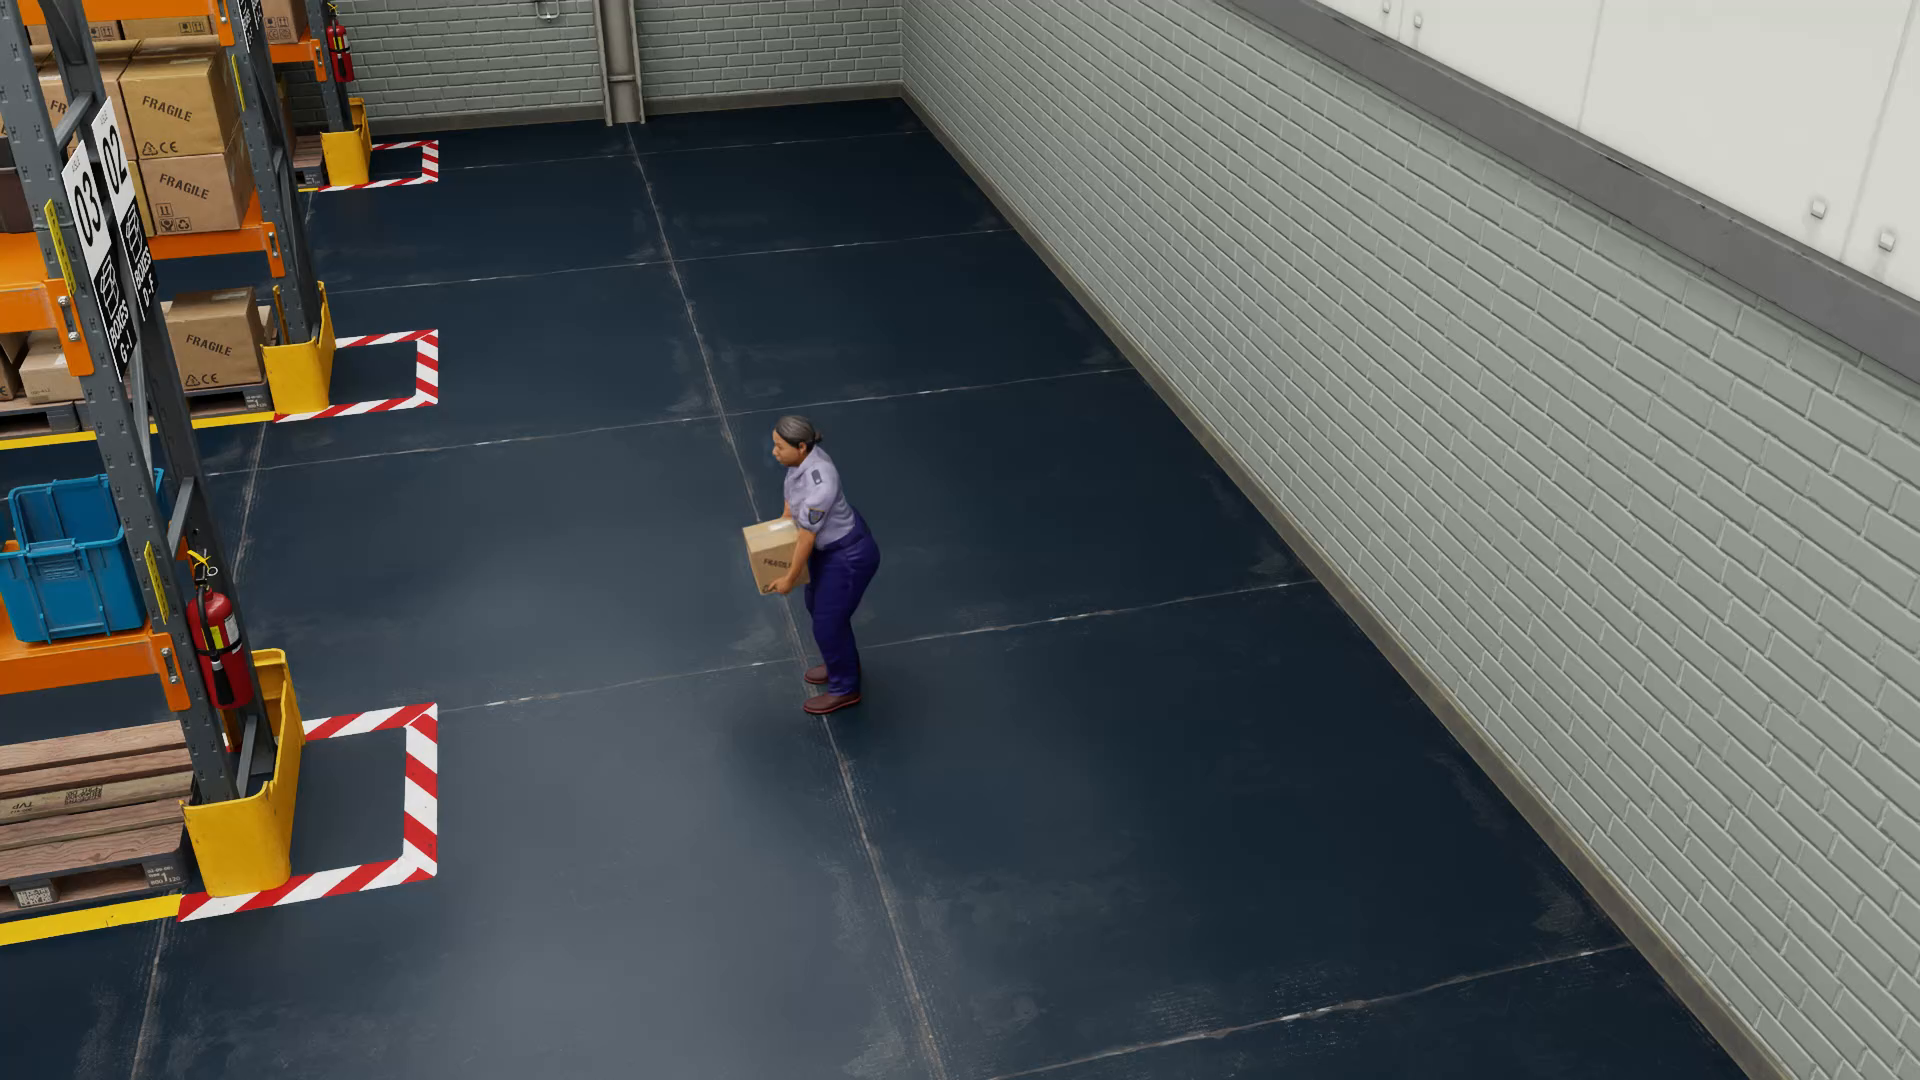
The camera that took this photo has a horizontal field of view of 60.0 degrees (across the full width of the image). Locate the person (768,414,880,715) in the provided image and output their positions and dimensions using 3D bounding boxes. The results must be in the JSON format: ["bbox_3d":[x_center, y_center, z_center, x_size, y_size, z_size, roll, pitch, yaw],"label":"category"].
[{"bbox_3d":[-0.686,0.097,8.130,0.571,1.609,0.441,-8,31,-14],"label":"person"}]
